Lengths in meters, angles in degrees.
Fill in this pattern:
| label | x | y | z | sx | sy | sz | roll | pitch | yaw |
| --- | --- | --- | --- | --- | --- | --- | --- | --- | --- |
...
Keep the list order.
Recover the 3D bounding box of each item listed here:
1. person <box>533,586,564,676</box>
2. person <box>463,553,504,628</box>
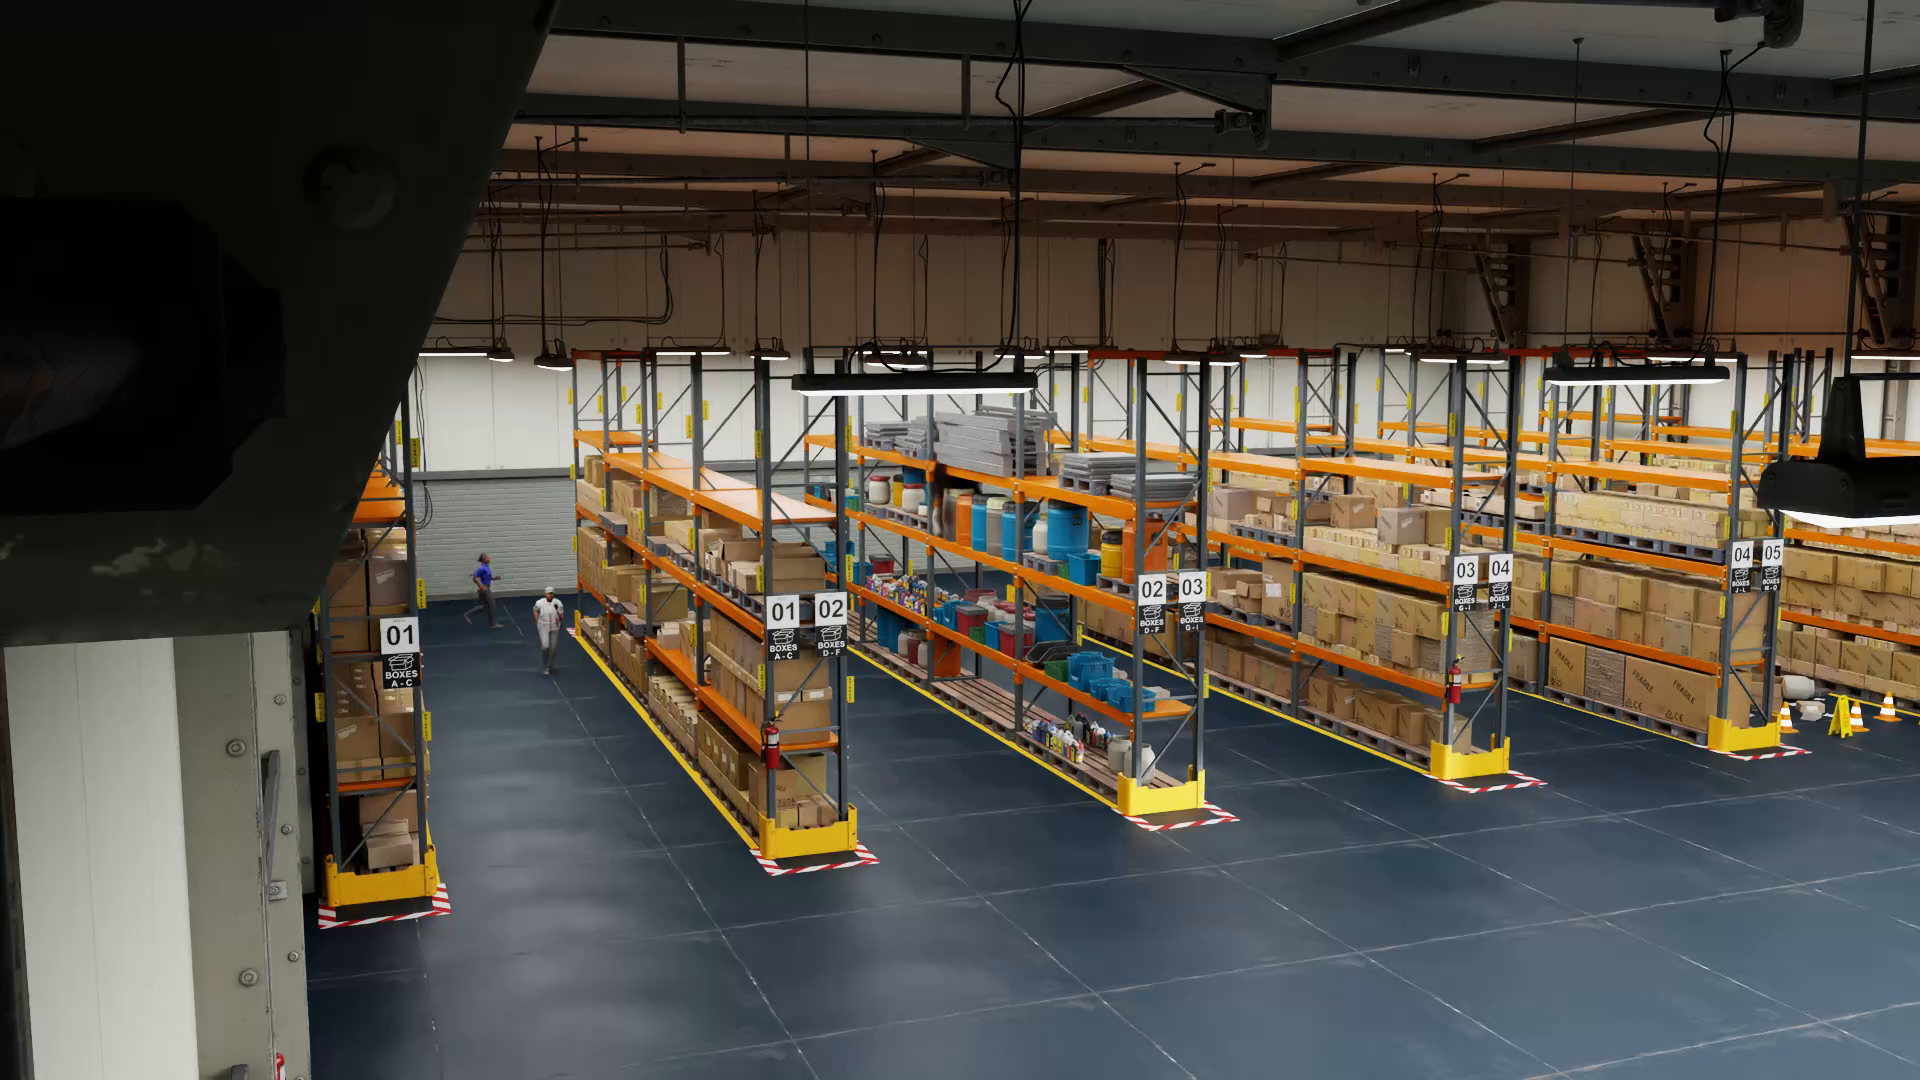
| label | x | y | z | sx | sy | sz | roll | pitch | yaw |
| --- | --- | --- | --- | --- | --- | --- | --- | --- | --- |
| person | -7.641 | 1.686 | 30.971 | 0.523 | 1.683 | 0.795 | -3 | 8 | -24 |
| person | -10.199 | 1.088 | 35.563 | 0.829 | 1.634 | 0.568 | -2 | 7 | -14 |
